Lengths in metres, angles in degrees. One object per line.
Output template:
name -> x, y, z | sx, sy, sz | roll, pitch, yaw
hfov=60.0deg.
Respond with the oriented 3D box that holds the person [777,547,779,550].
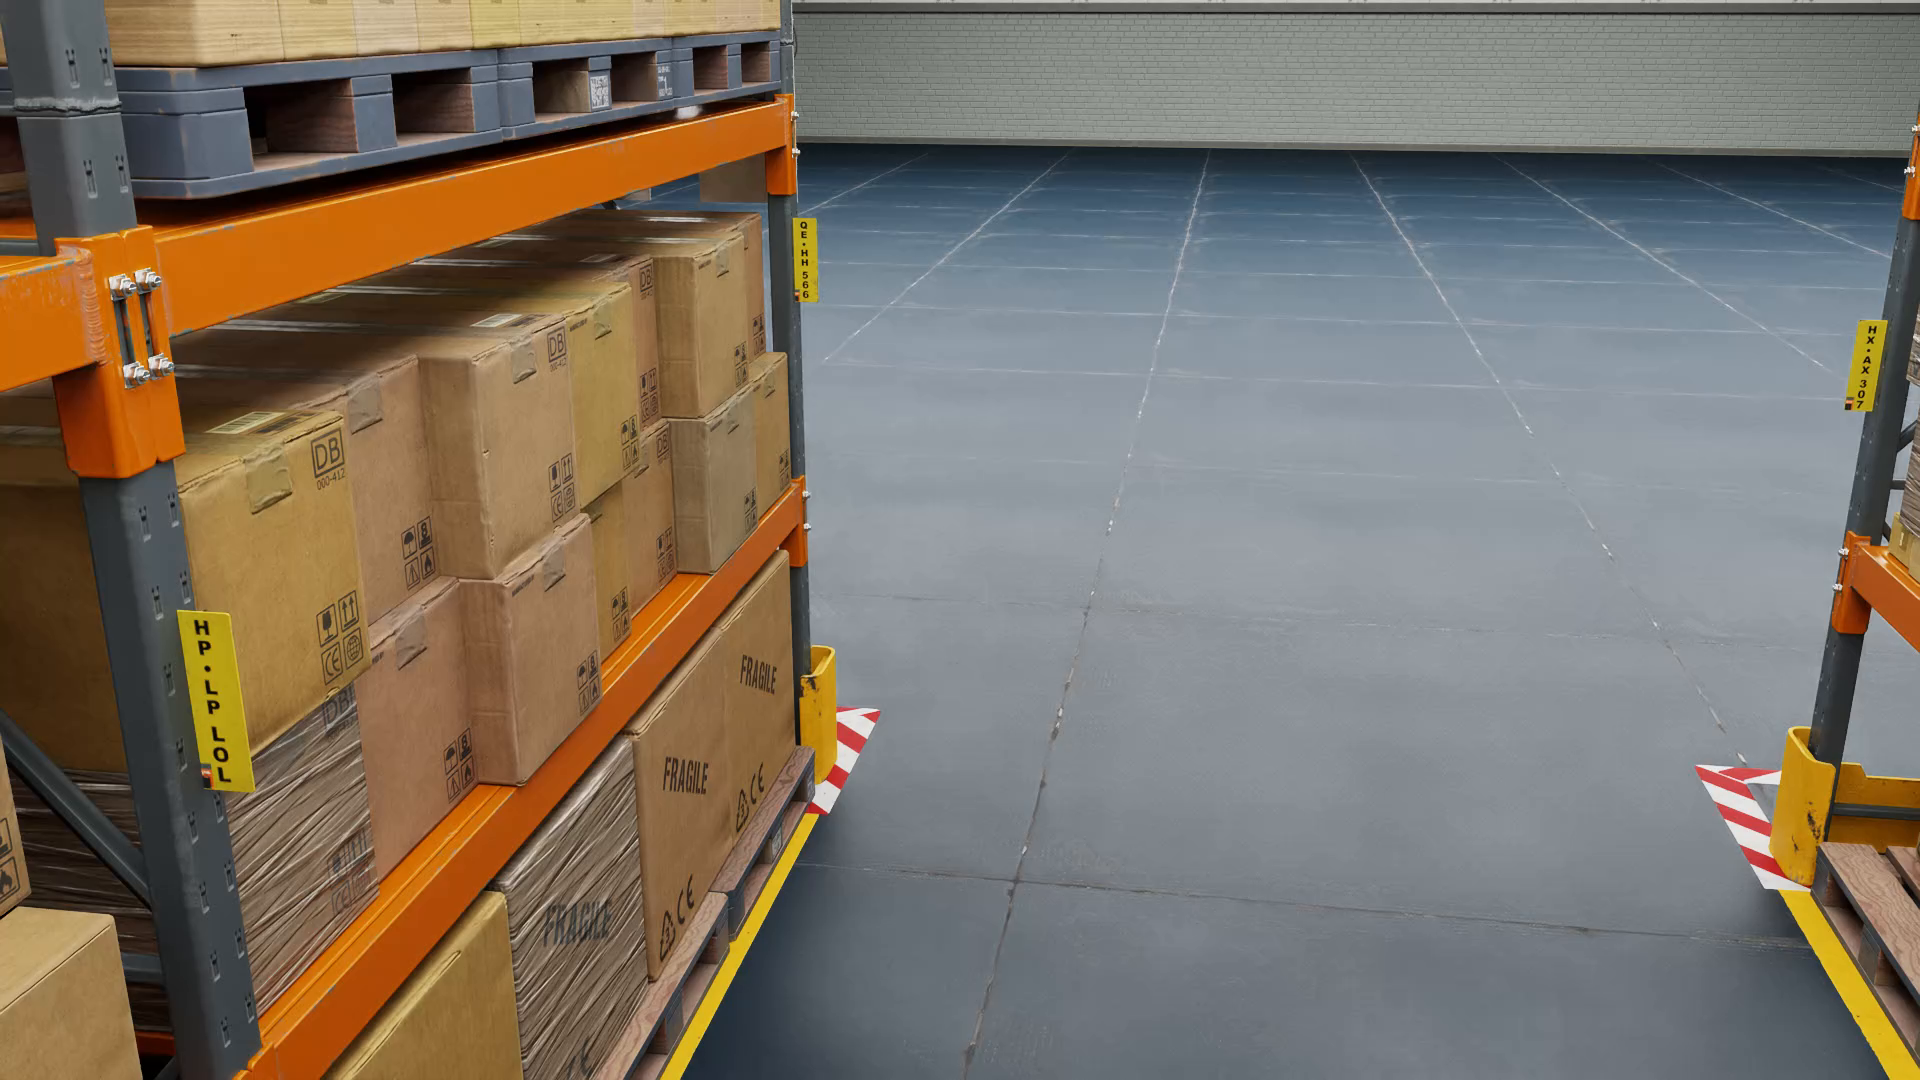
person -> -1.275, 0.278, 8.192 | 0.912, 0.773, 0.461 | 2, 18, 7
